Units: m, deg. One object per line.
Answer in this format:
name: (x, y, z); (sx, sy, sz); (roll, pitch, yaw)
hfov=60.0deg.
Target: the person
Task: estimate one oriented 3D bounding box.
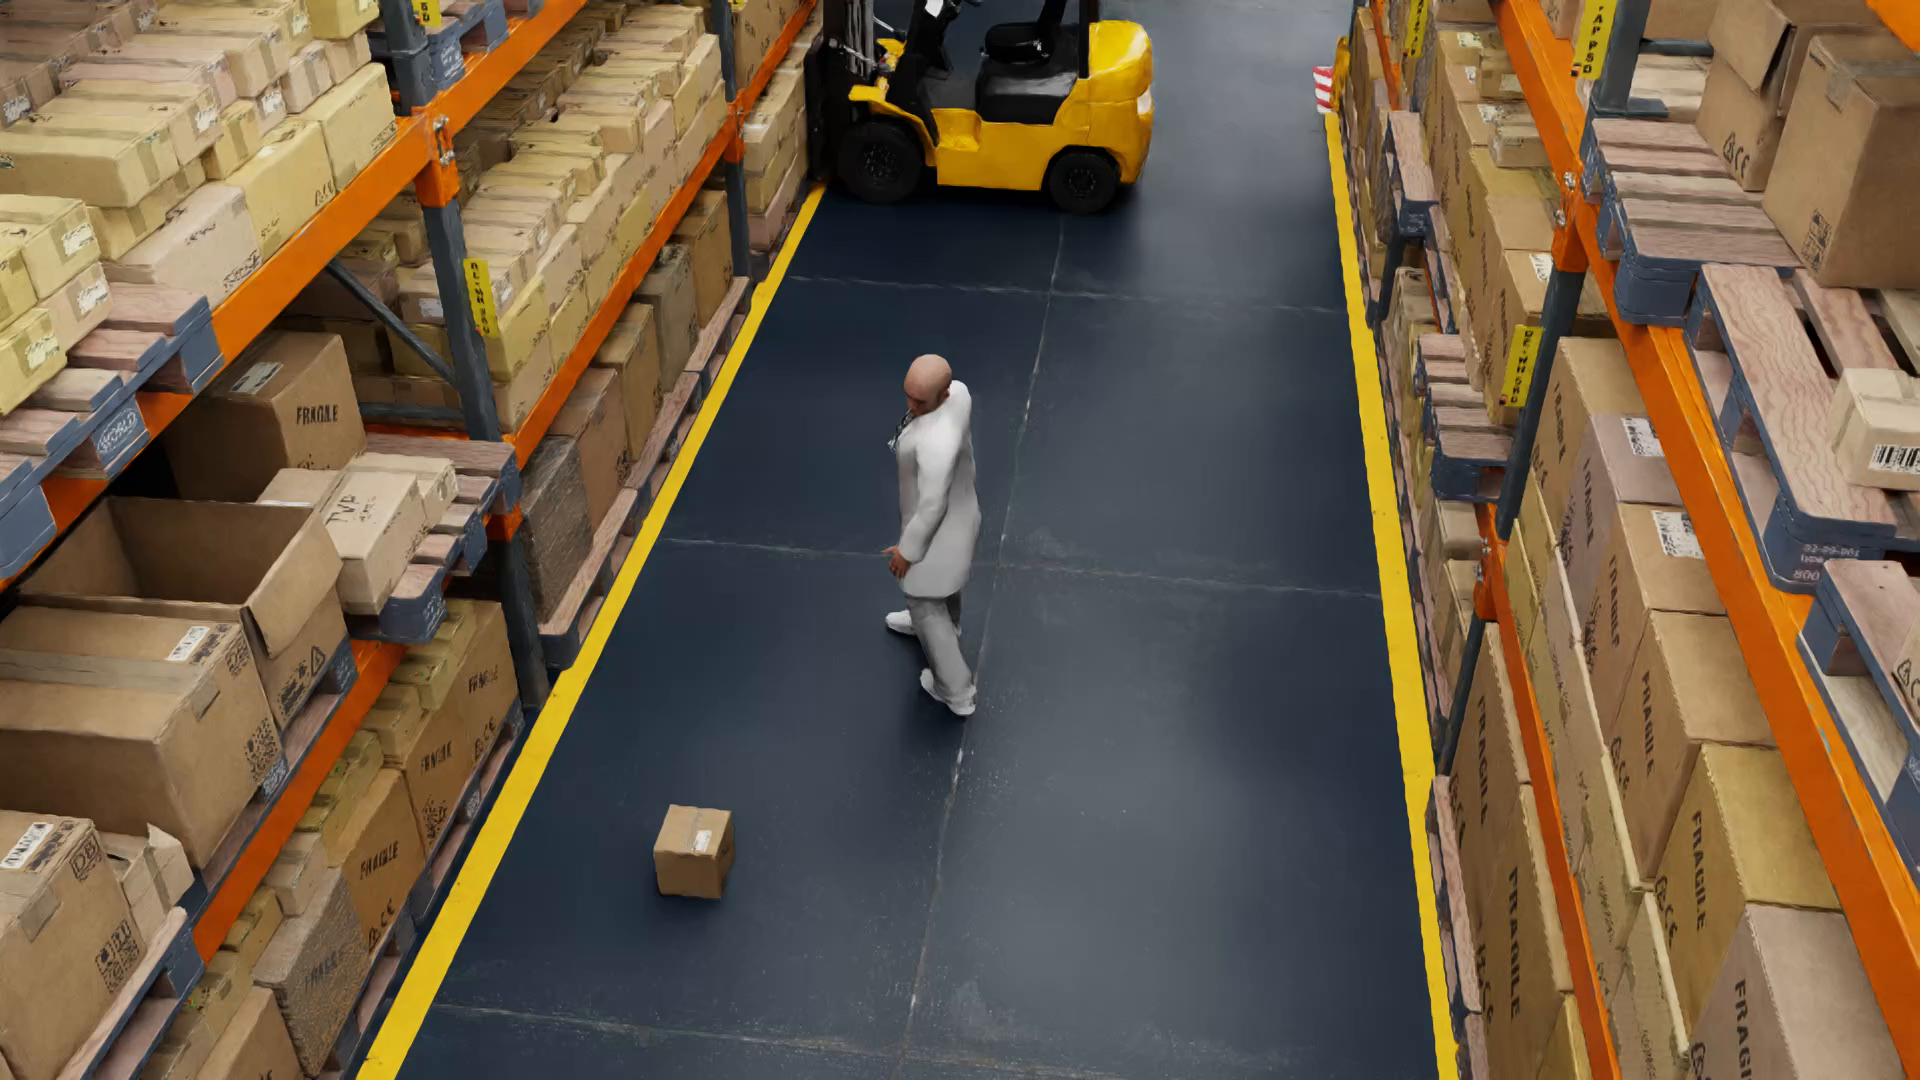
person: (-0.152, -0.087, 7.207); (0.614, 1.771, 0.683); (12, 37, 16)
